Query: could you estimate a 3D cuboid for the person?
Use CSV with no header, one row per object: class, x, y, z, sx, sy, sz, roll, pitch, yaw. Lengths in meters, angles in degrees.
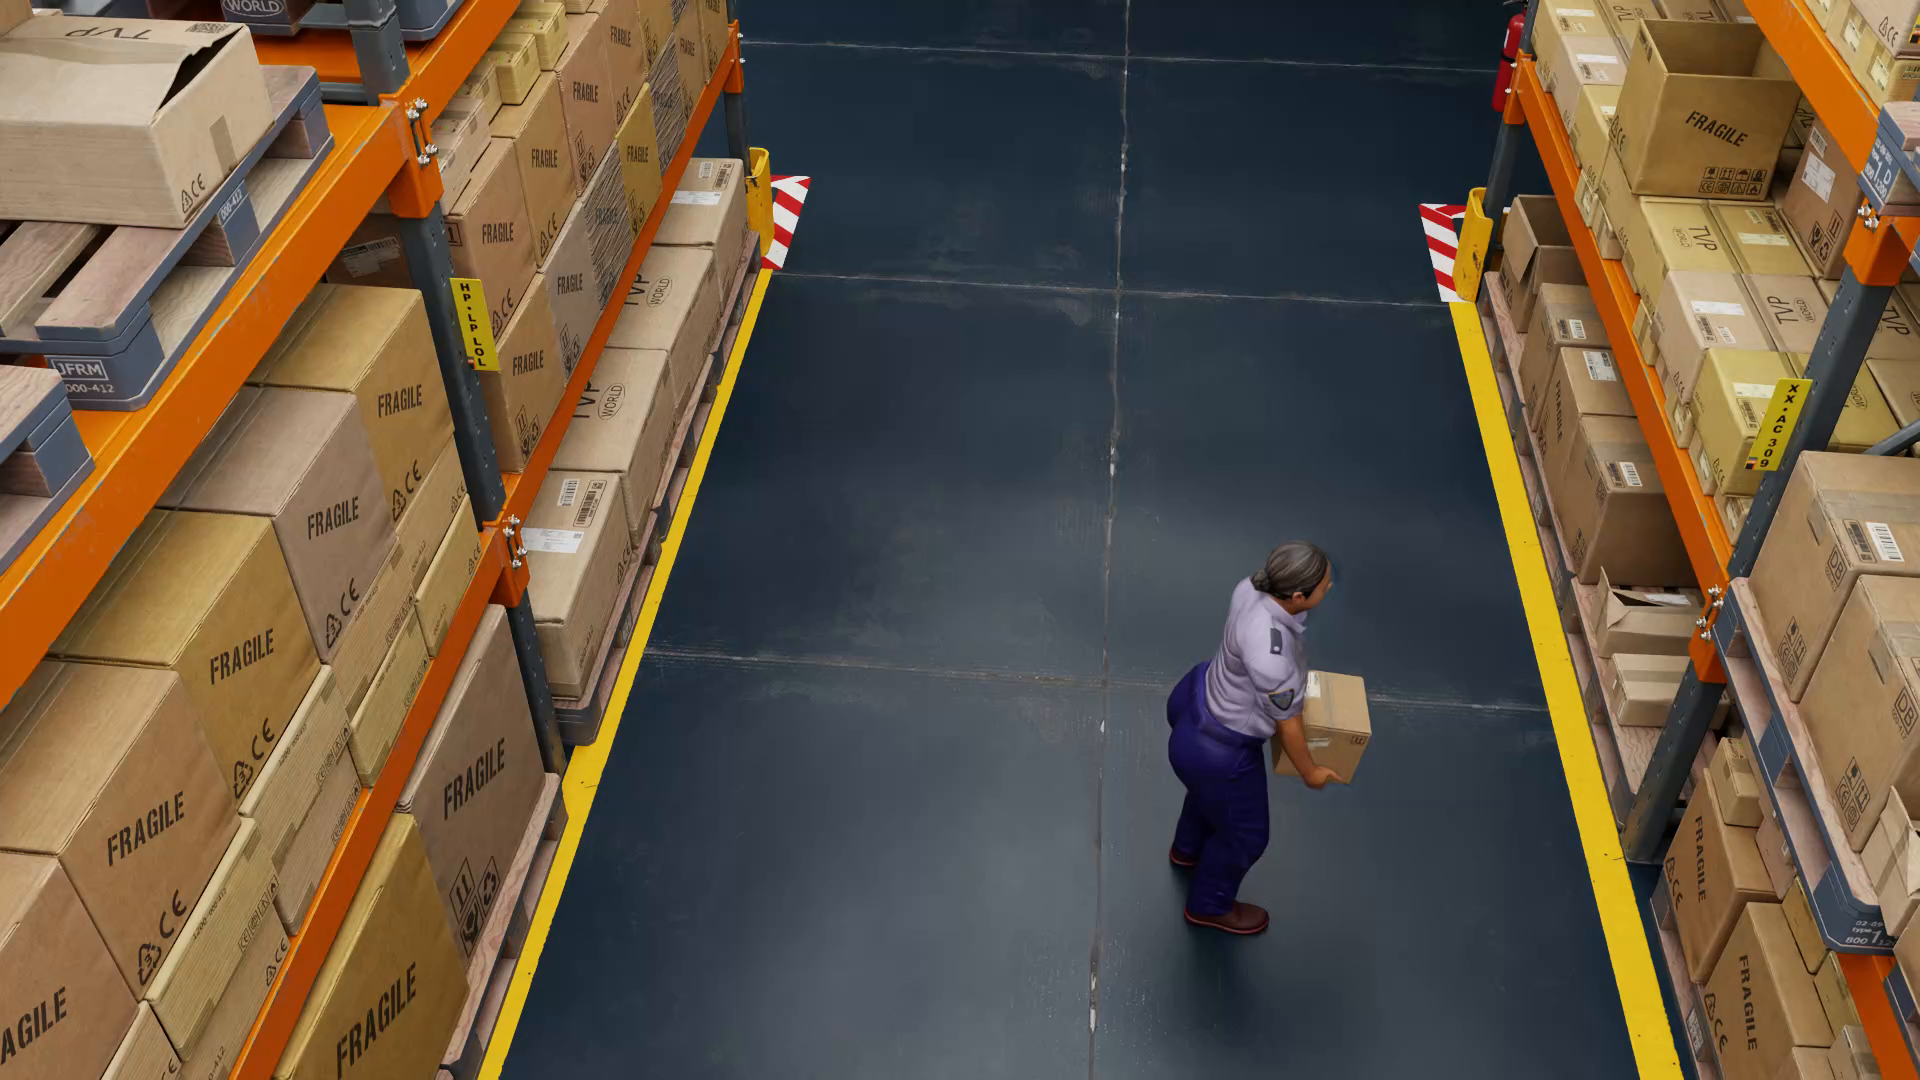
person,0.955,0.639,5.443,0.559,1.622,0.435,3,40,3
